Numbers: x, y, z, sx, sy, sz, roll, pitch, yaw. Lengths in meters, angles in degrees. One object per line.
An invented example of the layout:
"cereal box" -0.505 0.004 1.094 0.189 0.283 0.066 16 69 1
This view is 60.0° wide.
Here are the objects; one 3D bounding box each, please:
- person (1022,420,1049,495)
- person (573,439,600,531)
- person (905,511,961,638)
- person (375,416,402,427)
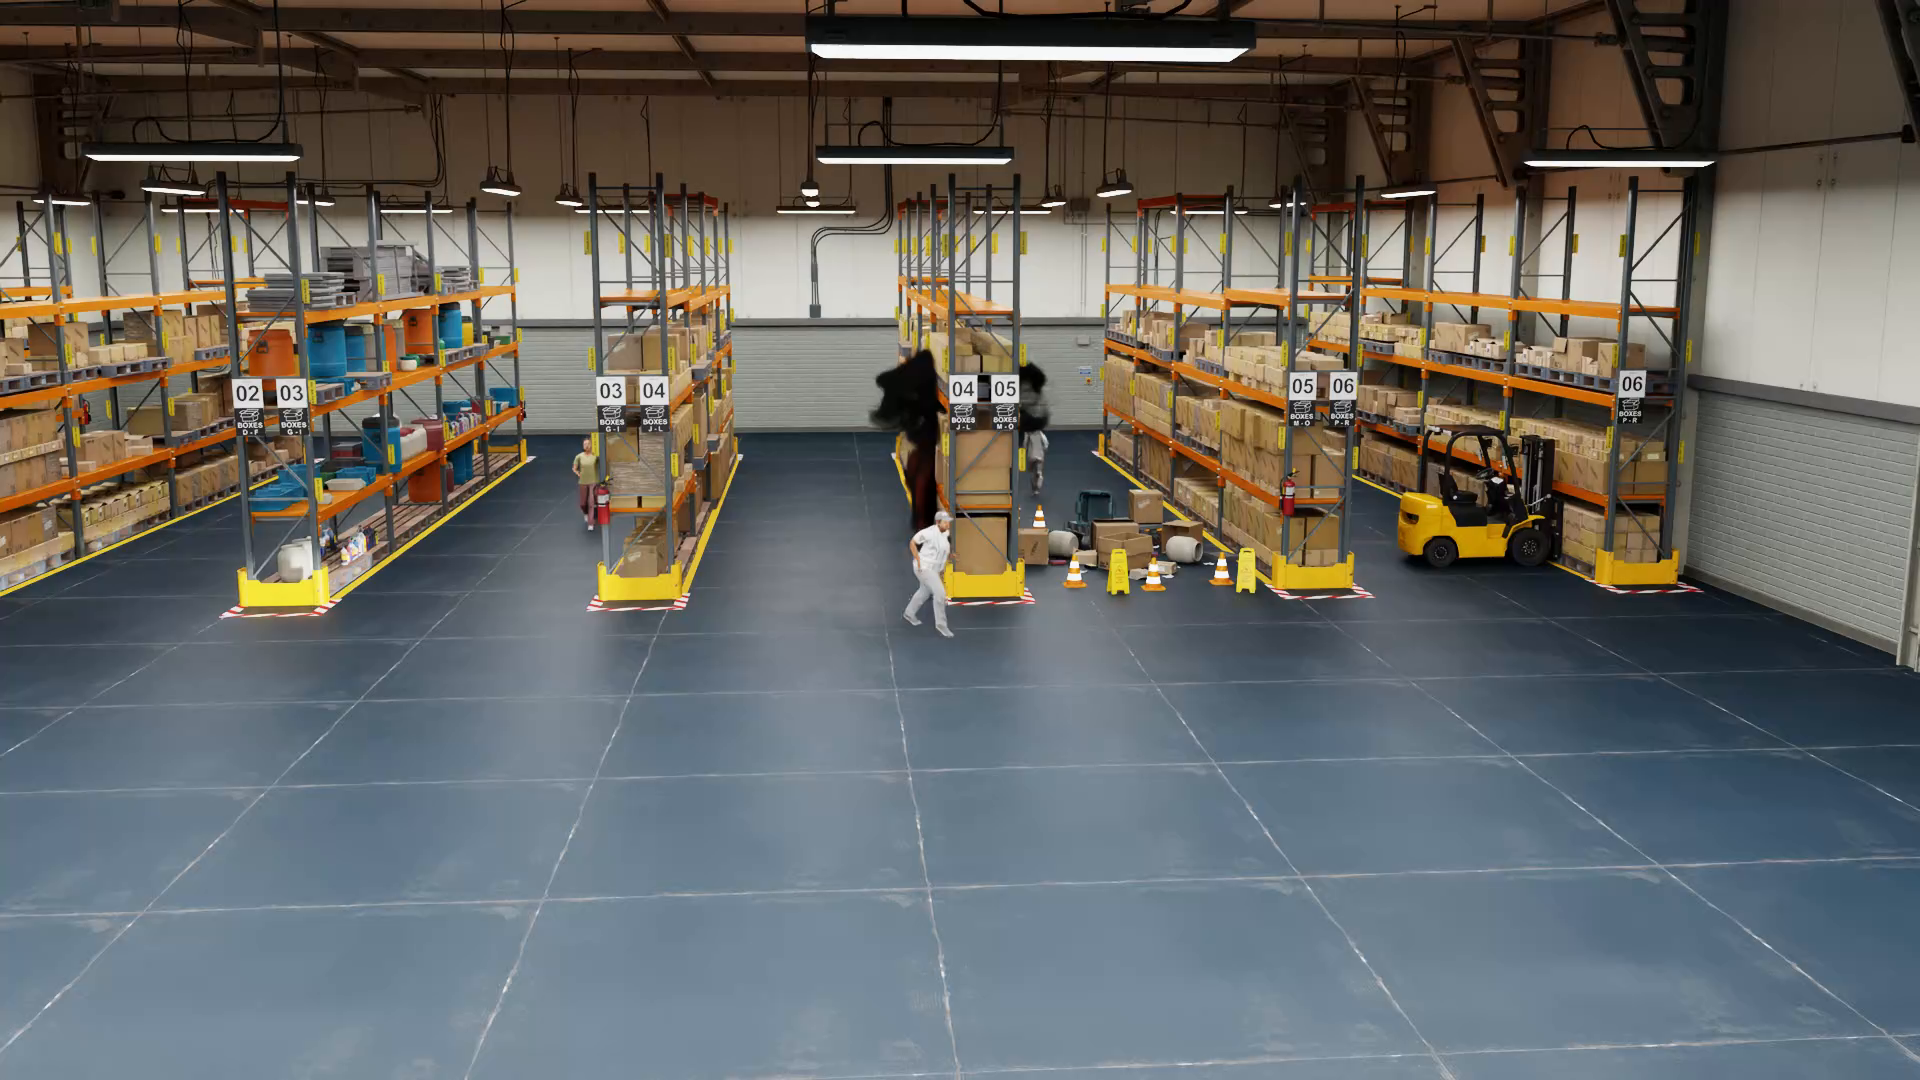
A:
"person" 1.533 -1.633 33.636 0.562 1.557 0.664 -2 10 -10
"person" -6.612 -1.001 29.686 0.584 1.621 0.673 -1 10 -8
"person" -0.373 0.419 21.727 0.962 1.655 0.599 7 12 36
"person" -12.020 -1.919 34.780 0.716 1.685 0.900 -3 10 -14
